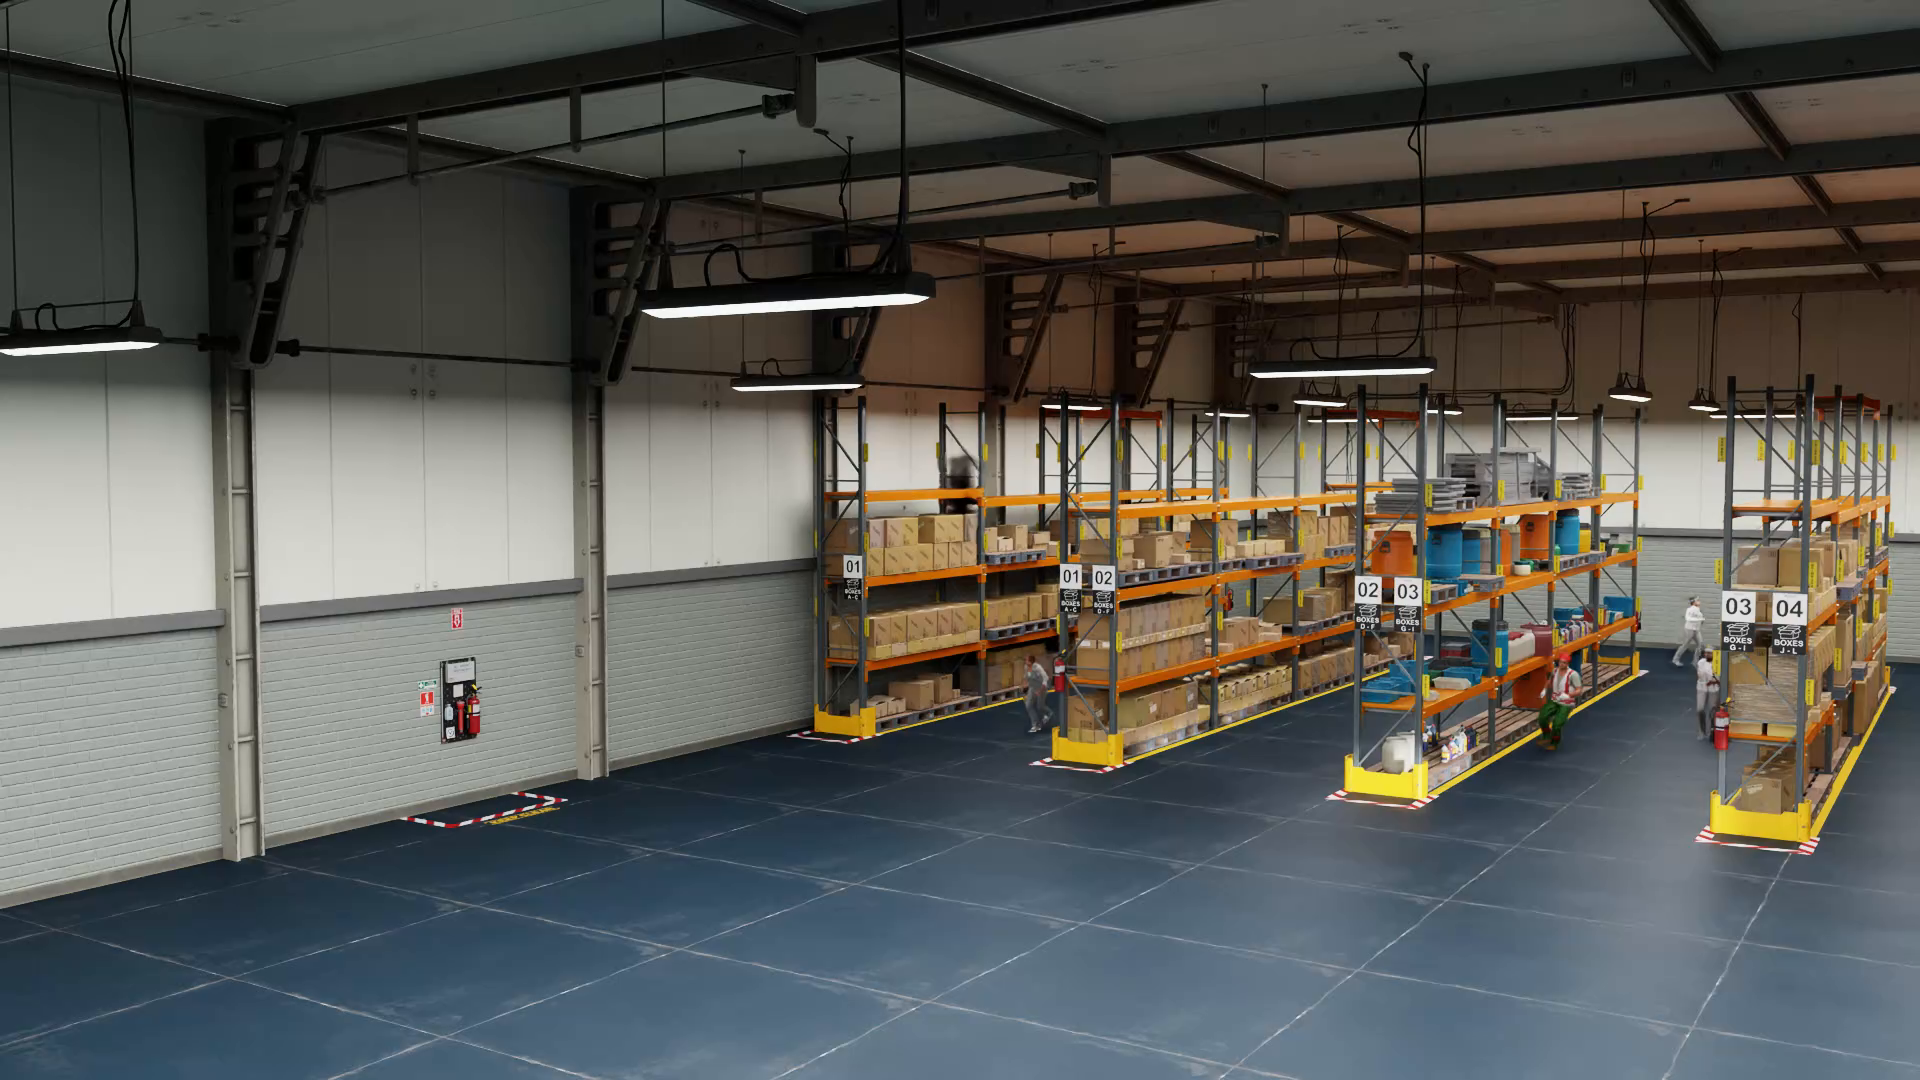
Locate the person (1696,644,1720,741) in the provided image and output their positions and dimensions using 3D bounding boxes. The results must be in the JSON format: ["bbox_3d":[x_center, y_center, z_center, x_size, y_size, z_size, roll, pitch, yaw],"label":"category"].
[{"bbox_3d":[13.063,2.657,28.973,0.464,1.708,0.804,2,3,31],"label":"person"}]

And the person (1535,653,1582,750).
[{"bbox_3d":[9.948,2.706,27.772,0.627,1.674,0.877,-3,4,-41],"label":"person"}]

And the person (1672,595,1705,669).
[{"bbox_3d":[16.996,2.143,38.629,0.627,1.752,0.722,-3,4,-40],"label":"person"}]

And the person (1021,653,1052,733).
[{"bbox_3d":[1.438,2.714,29.892,0.540,1.454,0.942,2,4,33],"label":"person"}]
